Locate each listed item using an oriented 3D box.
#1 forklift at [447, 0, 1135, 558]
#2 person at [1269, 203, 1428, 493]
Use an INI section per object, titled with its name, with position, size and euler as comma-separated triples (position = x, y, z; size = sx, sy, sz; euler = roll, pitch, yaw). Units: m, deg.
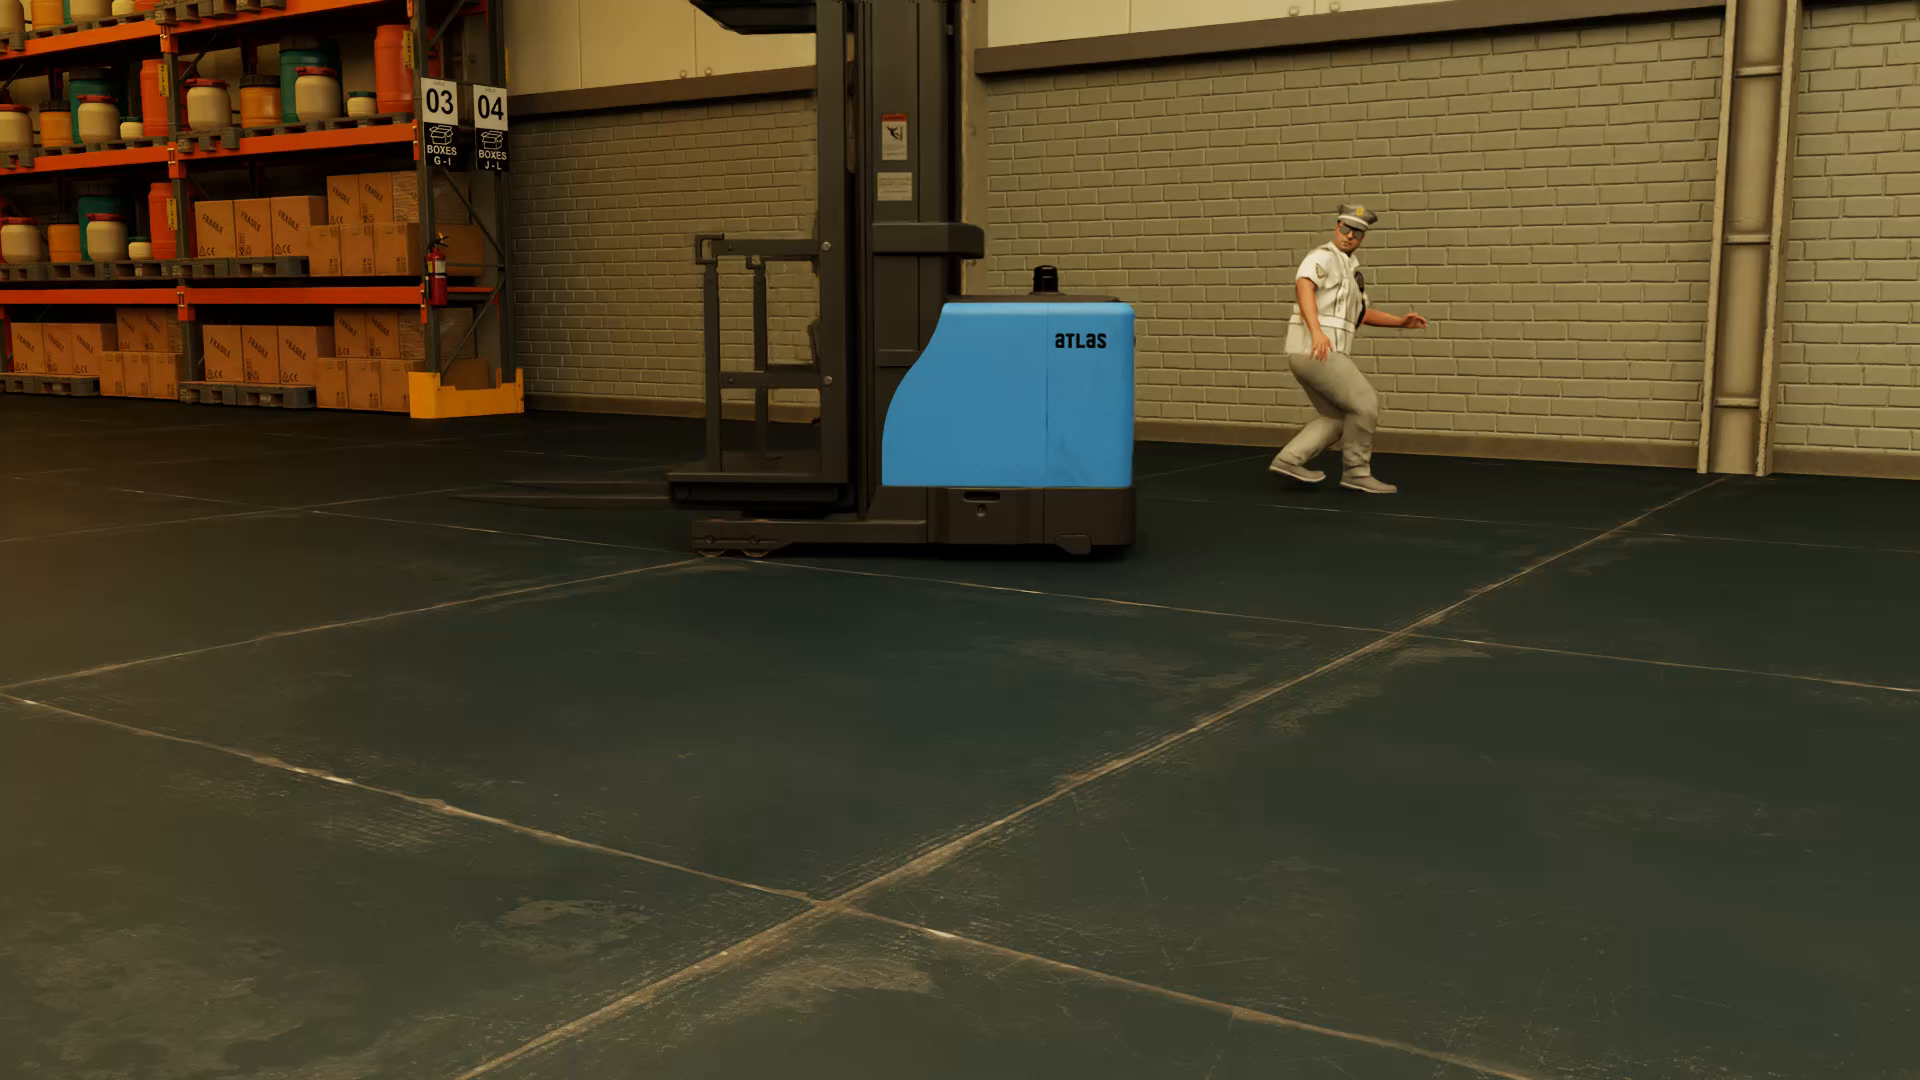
[forklift]
position = -0.736, -1.449, 7.380
size = 3.031, 2.935, 1.130
euler = 1, 8, 5
[person]
position = 2.192, -1.063, 9.367
size = 0.863, 1.642, 0.873
euler = 2, 8, 13
